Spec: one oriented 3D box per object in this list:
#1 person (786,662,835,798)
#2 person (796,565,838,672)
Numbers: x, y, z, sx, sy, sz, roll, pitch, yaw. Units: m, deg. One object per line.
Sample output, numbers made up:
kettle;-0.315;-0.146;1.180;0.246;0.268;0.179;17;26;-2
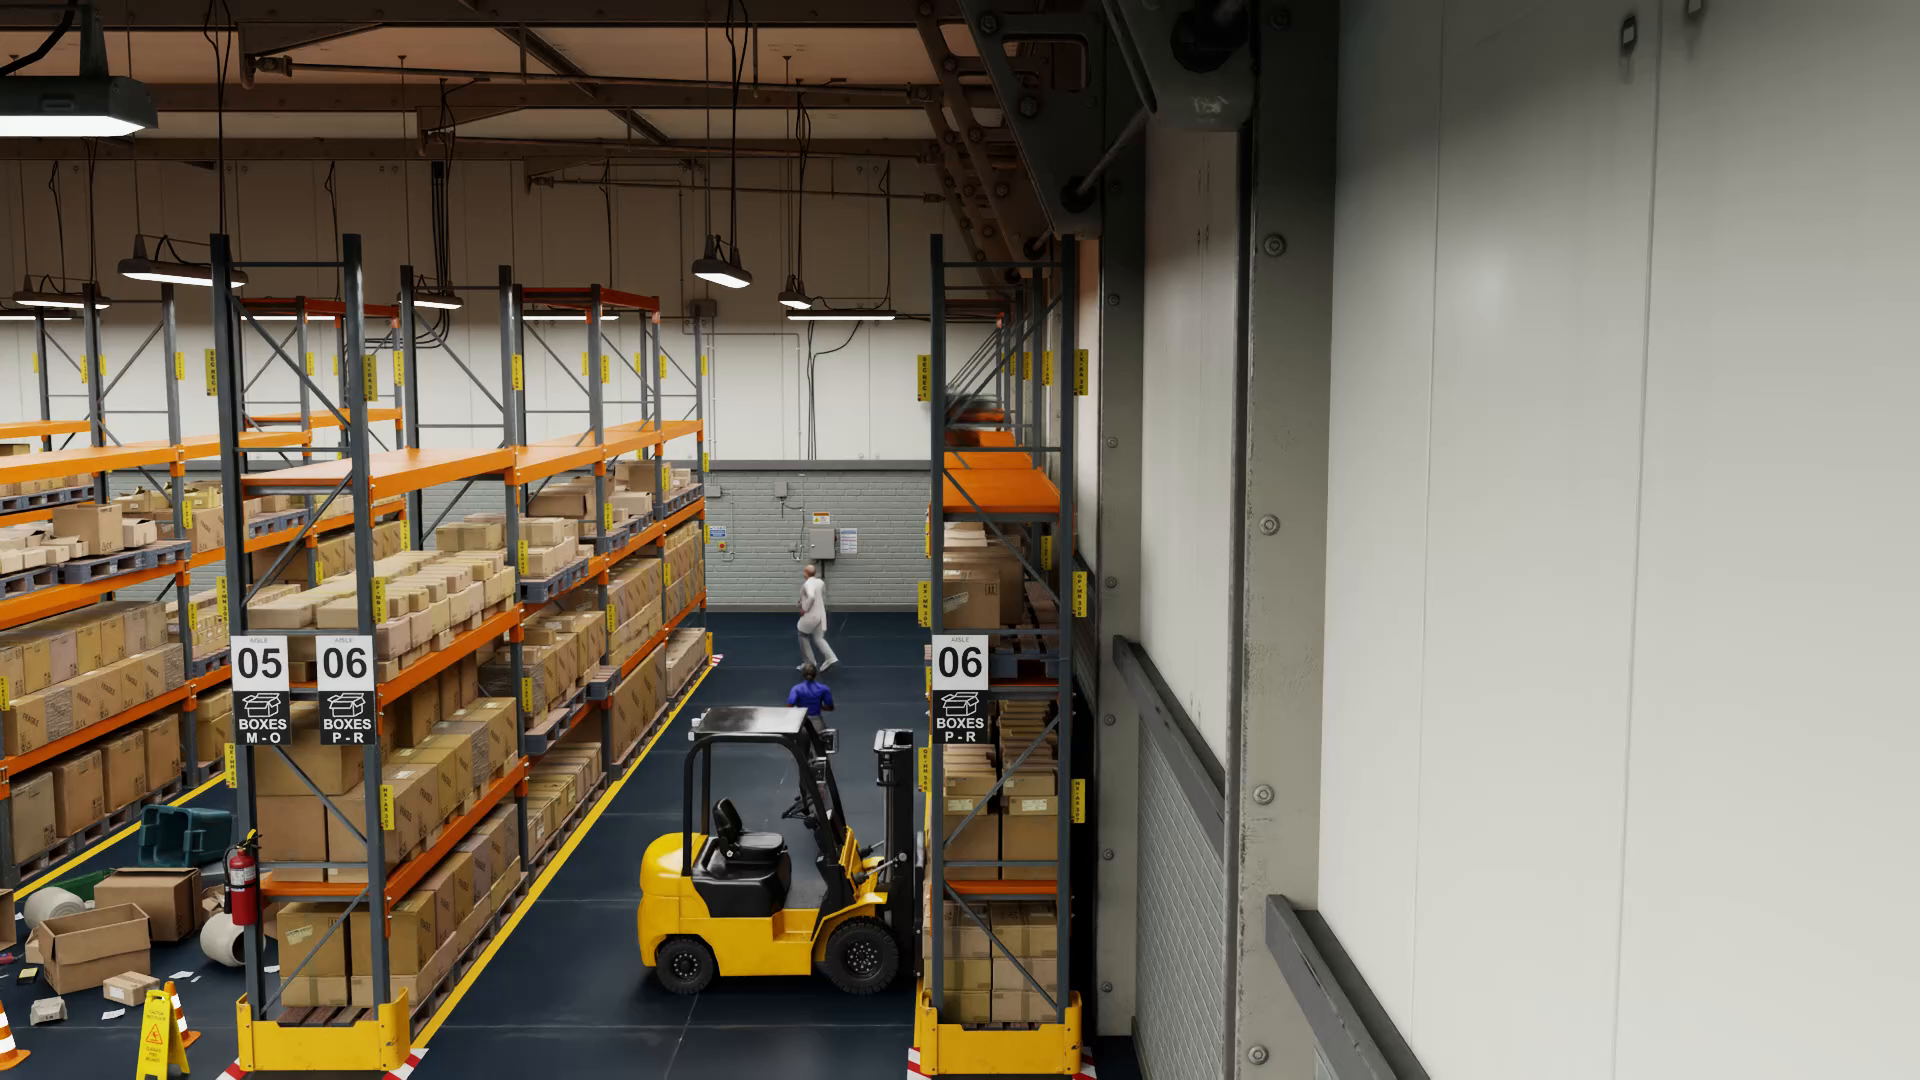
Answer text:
person;-1.753;2.221;19.351;0.595;1.608;0.866;-1;6;-10
person;-2.335;1.287;27.241;0.886;1.762;0.685;5;8;38
